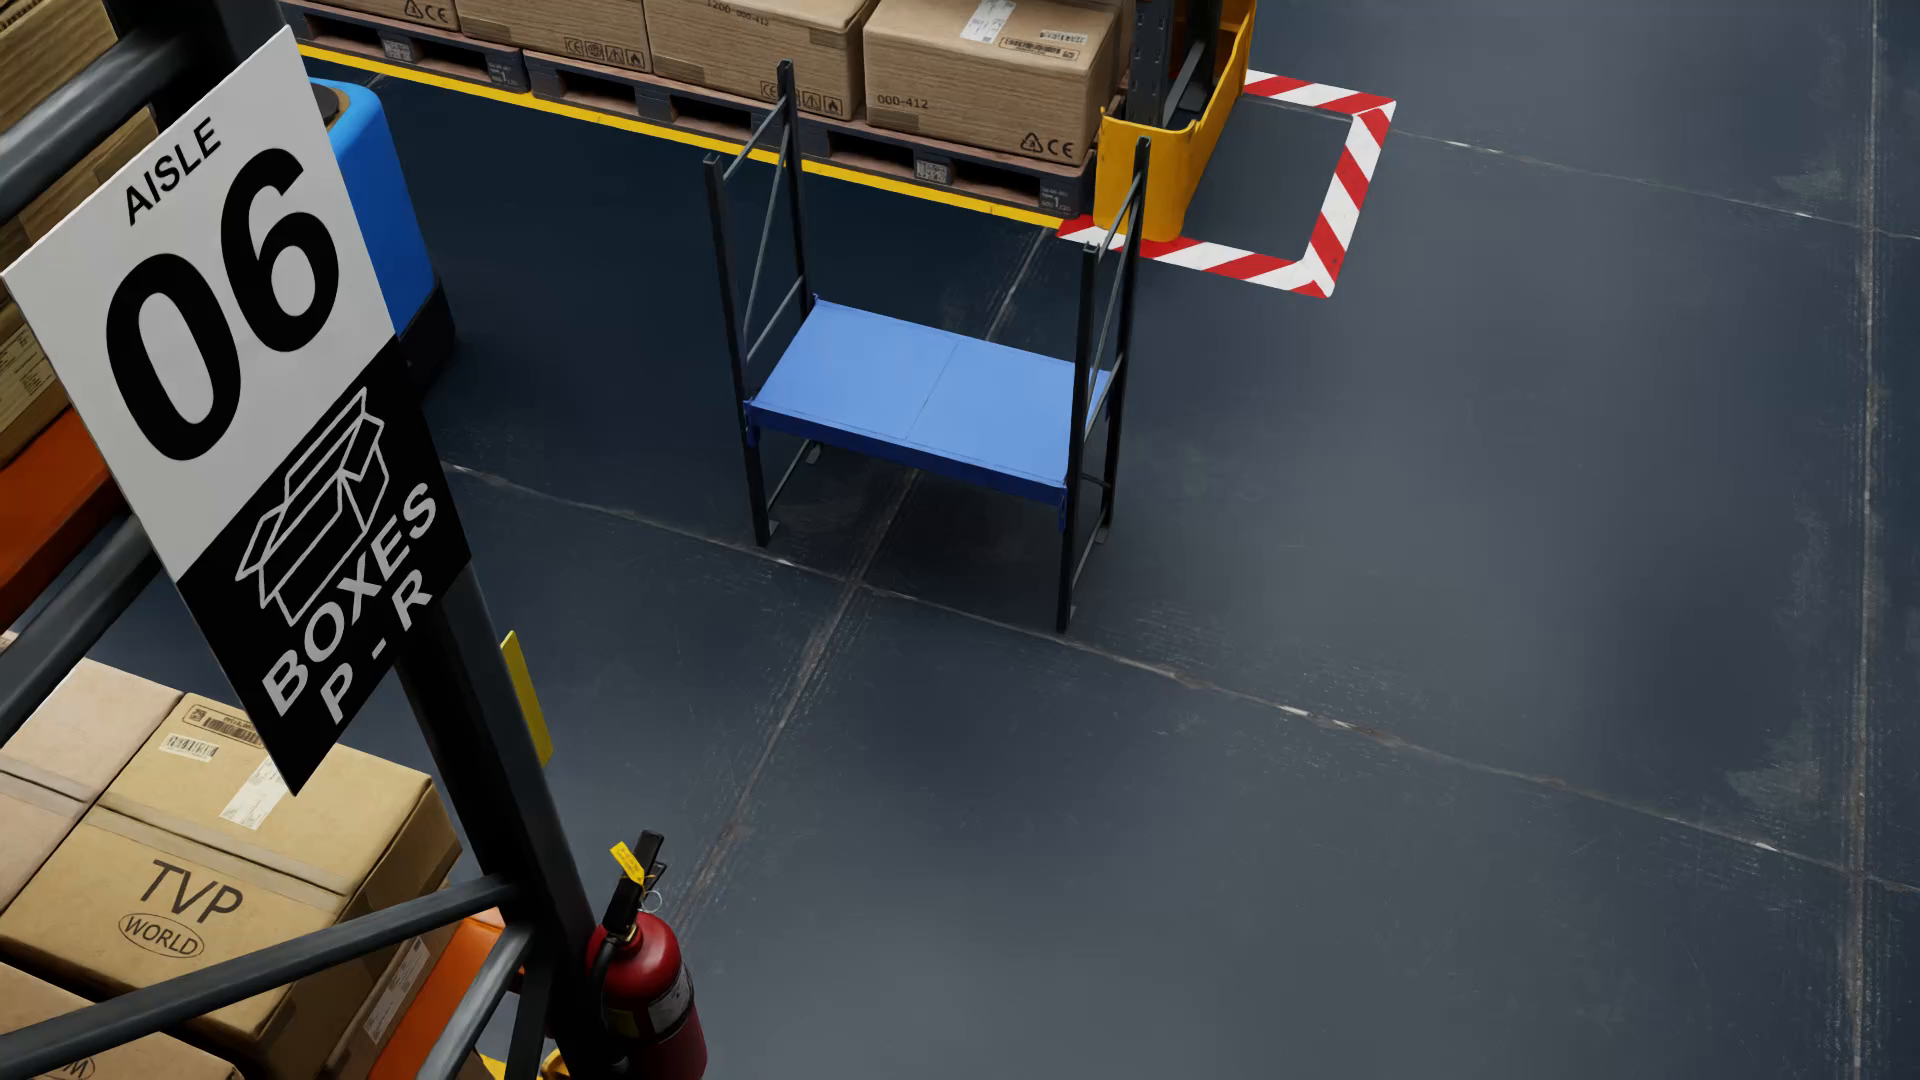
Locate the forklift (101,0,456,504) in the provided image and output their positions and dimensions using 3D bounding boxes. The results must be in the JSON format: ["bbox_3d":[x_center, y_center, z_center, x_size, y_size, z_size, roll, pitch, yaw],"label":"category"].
[{"bbox_3d":[-3.373,-1.592,4.833,3.031,2.935,1.130,11,50,9],"label":"forklift"}]

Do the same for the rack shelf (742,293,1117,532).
[{"bbox_3d":[-0.080,-0.396,4.981,1.000,0.185,0.538,16,51,13],"label":"rack shelf"}]

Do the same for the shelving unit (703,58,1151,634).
[{"bbox_3d":[-0.080,-0.514,4.845,1.048,1.500,0.538,16,51,13],"label":"shelving unit"}]

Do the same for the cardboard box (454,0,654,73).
[{"bbox_3d":[-1.522,-2.446,6.945,0.875,0.438,0.875,14,51,12],"label":"cardboard box"}]

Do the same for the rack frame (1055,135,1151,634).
[{"bbox_3d":[0.397,-0.380,4.730,0.032,1.500,0.500,16,51,13],"label":"rack frame"}]

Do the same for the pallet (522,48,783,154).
[{"bbox_3d":[-1.079,-2.136,7.104,1.213,0.211,1.003,16,51,13],"label":"pallet"}]

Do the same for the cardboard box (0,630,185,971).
[{"bbox_3d":[-1.683,0.455,2.916,0.500,0.250,0.500,16,51,14],"label":"cardboard box"}]

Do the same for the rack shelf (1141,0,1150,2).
[{"bbox_3d":[-1.037,-2.863,6.365,4.000,0.370,1.077,16,51,13],"label":"rack shelf"}]

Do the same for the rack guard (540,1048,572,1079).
[{"bbox_3d":[-0.949,1.744,3.550,0.348,0.500,1.175,16,51,13],"label":"rack guard"}]

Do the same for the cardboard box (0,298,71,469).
[{"bbox_3d":[-1.096,-0.204,1.765,0.250,0.149,0.380,17,51,14],"label":"cardboard box"}]

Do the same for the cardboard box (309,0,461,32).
[{"bbox_3d":[-2.362,-2.680,7.148,0.875,0.438,0.875,15,51,13],"label":"cardboard box"}]

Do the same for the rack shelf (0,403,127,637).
[{"bbox_3d":[-2.754,-0.326,2.181,4.000,0.370,1.077,16,51,13],"label":"rack shelf"}]

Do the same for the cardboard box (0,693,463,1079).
[{"bbox_3d":[-1.210,0.587,2.801,0.500,0.250,0.500,16,51,13],"label":"cardboard box"}]

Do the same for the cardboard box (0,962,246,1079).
[{"bbox_3d":[-1.401,0.964,2.474,0.500,0.250,0.500,17,51,14],"label":"cardboard box"}]

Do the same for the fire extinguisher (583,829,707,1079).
[{"bbox_3d":[-0.580,0.803,3.009,0.183,0.674,0.296,16,51,13],"label":"fire extinguisher"}]

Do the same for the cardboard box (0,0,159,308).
[{"bbox_3d":[-1.199,-0.396,1.668,0.500,0.250,0.500,15,51,13],"label":"cardboard box"}]

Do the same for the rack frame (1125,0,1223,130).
[{"bbox_3d":[0.839,-2.575,5.639,0.127,3.000,1.000,16,51,13],"label":"rack frame"}]

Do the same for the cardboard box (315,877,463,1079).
[{"bbox_3d":[-1.091,0.747,2.927,0.250,0.149,0.380,15,51,13],"label":"cardboard box"}]

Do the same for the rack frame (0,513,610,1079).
[{"bbox_3d":[-0.878,0.945,2.589,0.127,3.000,1.000,16,51,13],"label":"rack frame"}]

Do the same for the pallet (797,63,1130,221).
[{"bbox_3d":[0.062,-1.815,6.826,1.213,0.211,1.003,16,51,13],"label":"pallet"}]

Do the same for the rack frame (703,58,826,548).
[{"bbox_3d":[-0.557,-0.647,4.960,0.032,1.500,0.500,16,51,13],"label":"rack frame"}]

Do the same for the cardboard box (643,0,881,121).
[{"bbox_3d":[-0.676,-2.209,6.739,0.875,0.438,0.875,17,51,14],"label":"cardboard box"}]

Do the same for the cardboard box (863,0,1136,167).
[{"bbox_3d":[0.185,-1.975,6.537,0.875,0.438,0.875,14,51,12],"label":"cardboard box"}]

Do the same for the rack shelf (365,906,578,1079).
[{"bbox_3d":[-2.754,0.657,3.314,4.000,0.370,1.077,16,51,13],"label":"rack shelf"}]

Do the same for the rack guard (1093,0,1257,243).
[{"bbox_3d":[0.861,-1.750,6.578,0.348,0.500,1.175,16,51,13],"label":"rack guard"}]

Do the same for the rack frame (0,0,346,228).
[{"bbox_3d":[-0.878,-1.020,0.322,0.127,3.000,1.000,16,51,13],"label":"rack frame"}]

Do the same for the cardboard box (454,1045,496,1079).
[{"bbox_3d":[-1.419,1.398,3.570,0.637,0.503,0.797,14,51,12],"label":"cardboard box"}]

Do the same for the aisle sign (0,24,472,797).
[{"bbox_3d":[-0.712,-0.097,1.771,0.004,0.787,0.394,16,51,13],"label":"aisle sign"}]

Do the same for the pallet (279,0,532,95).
[{"bbox_3d":[-2.227,-2.454,7.380,1.213,0.211,1.003,16,51,13],"label":"pallet"}]

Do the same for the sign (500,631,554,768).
[{"bbox_3d":[-0.690,0.277,2.595,0.005,0.325,0.100,16,51,13],"label":"sign"}]
